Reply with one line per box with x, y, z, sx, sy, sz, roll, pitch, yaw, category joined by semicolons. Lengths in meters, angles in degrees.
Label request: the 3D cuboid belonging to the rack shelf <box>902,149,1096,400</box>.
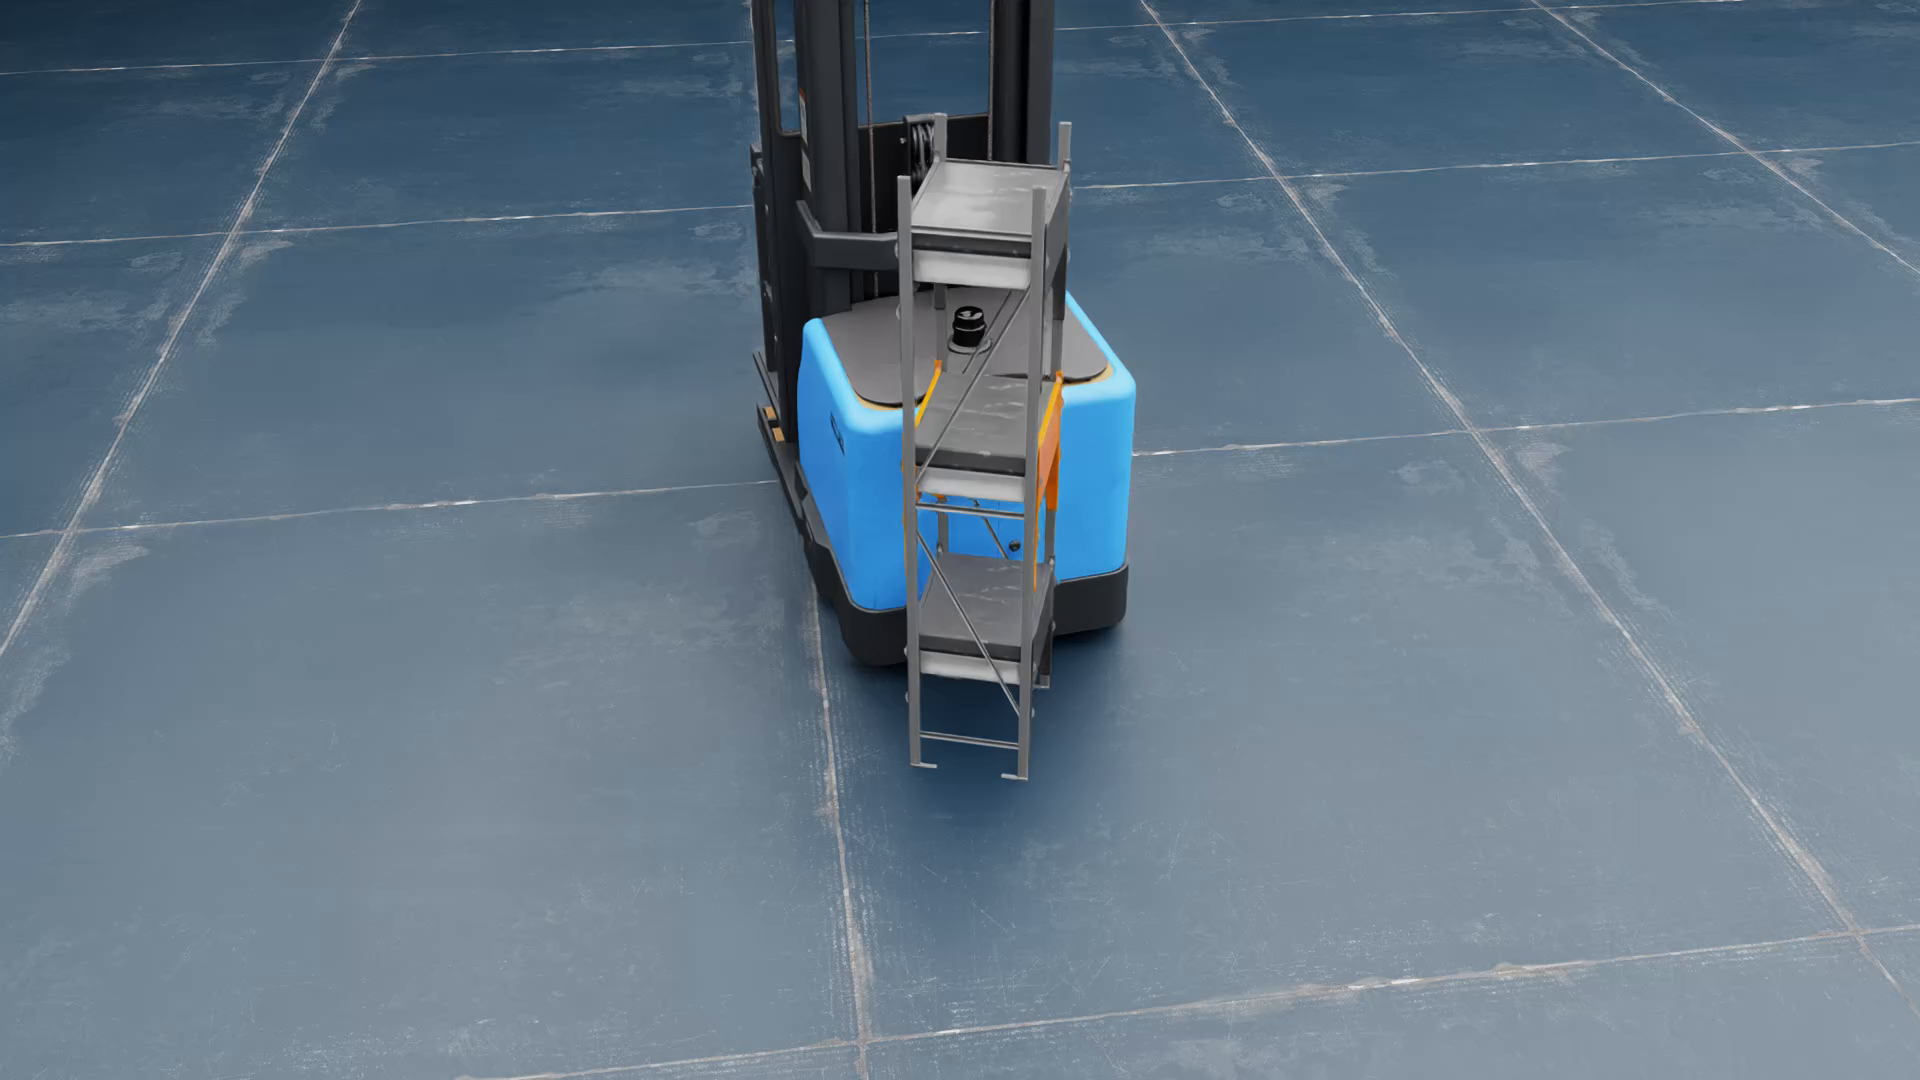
0.119;-0.774;4.802;0.431;0.518;0.480;10;36;15;rack shelf

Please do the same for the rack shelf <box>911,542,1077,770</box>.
0.119;0.383;5.590;0.431;0.518;0.480;10;36;15;rack shelf

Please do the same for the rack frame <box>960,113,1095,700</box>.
0.193;-0.337;5.381;0.400;2.100;0.015;10;36;15;rack frame

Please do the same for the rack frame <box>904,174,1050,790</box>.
0.044;-0.076;4.997;0.400;2.100;0.015;10;36;15;rack frame

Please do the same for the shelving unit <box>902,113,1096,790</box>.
0.119;-0.207;5.189;0.431;2.100;0.503;10;36;15;shelving unit

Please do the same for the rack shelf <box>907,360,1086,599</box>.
0.119;-0.195;5.196;0.431;0.518;0.480;10;36;15;rack shelf

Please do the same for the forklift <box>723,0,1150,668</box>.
-0.321;-1.577;6.462;1.130;2.935;3.031;-12;36;-17;forklift
